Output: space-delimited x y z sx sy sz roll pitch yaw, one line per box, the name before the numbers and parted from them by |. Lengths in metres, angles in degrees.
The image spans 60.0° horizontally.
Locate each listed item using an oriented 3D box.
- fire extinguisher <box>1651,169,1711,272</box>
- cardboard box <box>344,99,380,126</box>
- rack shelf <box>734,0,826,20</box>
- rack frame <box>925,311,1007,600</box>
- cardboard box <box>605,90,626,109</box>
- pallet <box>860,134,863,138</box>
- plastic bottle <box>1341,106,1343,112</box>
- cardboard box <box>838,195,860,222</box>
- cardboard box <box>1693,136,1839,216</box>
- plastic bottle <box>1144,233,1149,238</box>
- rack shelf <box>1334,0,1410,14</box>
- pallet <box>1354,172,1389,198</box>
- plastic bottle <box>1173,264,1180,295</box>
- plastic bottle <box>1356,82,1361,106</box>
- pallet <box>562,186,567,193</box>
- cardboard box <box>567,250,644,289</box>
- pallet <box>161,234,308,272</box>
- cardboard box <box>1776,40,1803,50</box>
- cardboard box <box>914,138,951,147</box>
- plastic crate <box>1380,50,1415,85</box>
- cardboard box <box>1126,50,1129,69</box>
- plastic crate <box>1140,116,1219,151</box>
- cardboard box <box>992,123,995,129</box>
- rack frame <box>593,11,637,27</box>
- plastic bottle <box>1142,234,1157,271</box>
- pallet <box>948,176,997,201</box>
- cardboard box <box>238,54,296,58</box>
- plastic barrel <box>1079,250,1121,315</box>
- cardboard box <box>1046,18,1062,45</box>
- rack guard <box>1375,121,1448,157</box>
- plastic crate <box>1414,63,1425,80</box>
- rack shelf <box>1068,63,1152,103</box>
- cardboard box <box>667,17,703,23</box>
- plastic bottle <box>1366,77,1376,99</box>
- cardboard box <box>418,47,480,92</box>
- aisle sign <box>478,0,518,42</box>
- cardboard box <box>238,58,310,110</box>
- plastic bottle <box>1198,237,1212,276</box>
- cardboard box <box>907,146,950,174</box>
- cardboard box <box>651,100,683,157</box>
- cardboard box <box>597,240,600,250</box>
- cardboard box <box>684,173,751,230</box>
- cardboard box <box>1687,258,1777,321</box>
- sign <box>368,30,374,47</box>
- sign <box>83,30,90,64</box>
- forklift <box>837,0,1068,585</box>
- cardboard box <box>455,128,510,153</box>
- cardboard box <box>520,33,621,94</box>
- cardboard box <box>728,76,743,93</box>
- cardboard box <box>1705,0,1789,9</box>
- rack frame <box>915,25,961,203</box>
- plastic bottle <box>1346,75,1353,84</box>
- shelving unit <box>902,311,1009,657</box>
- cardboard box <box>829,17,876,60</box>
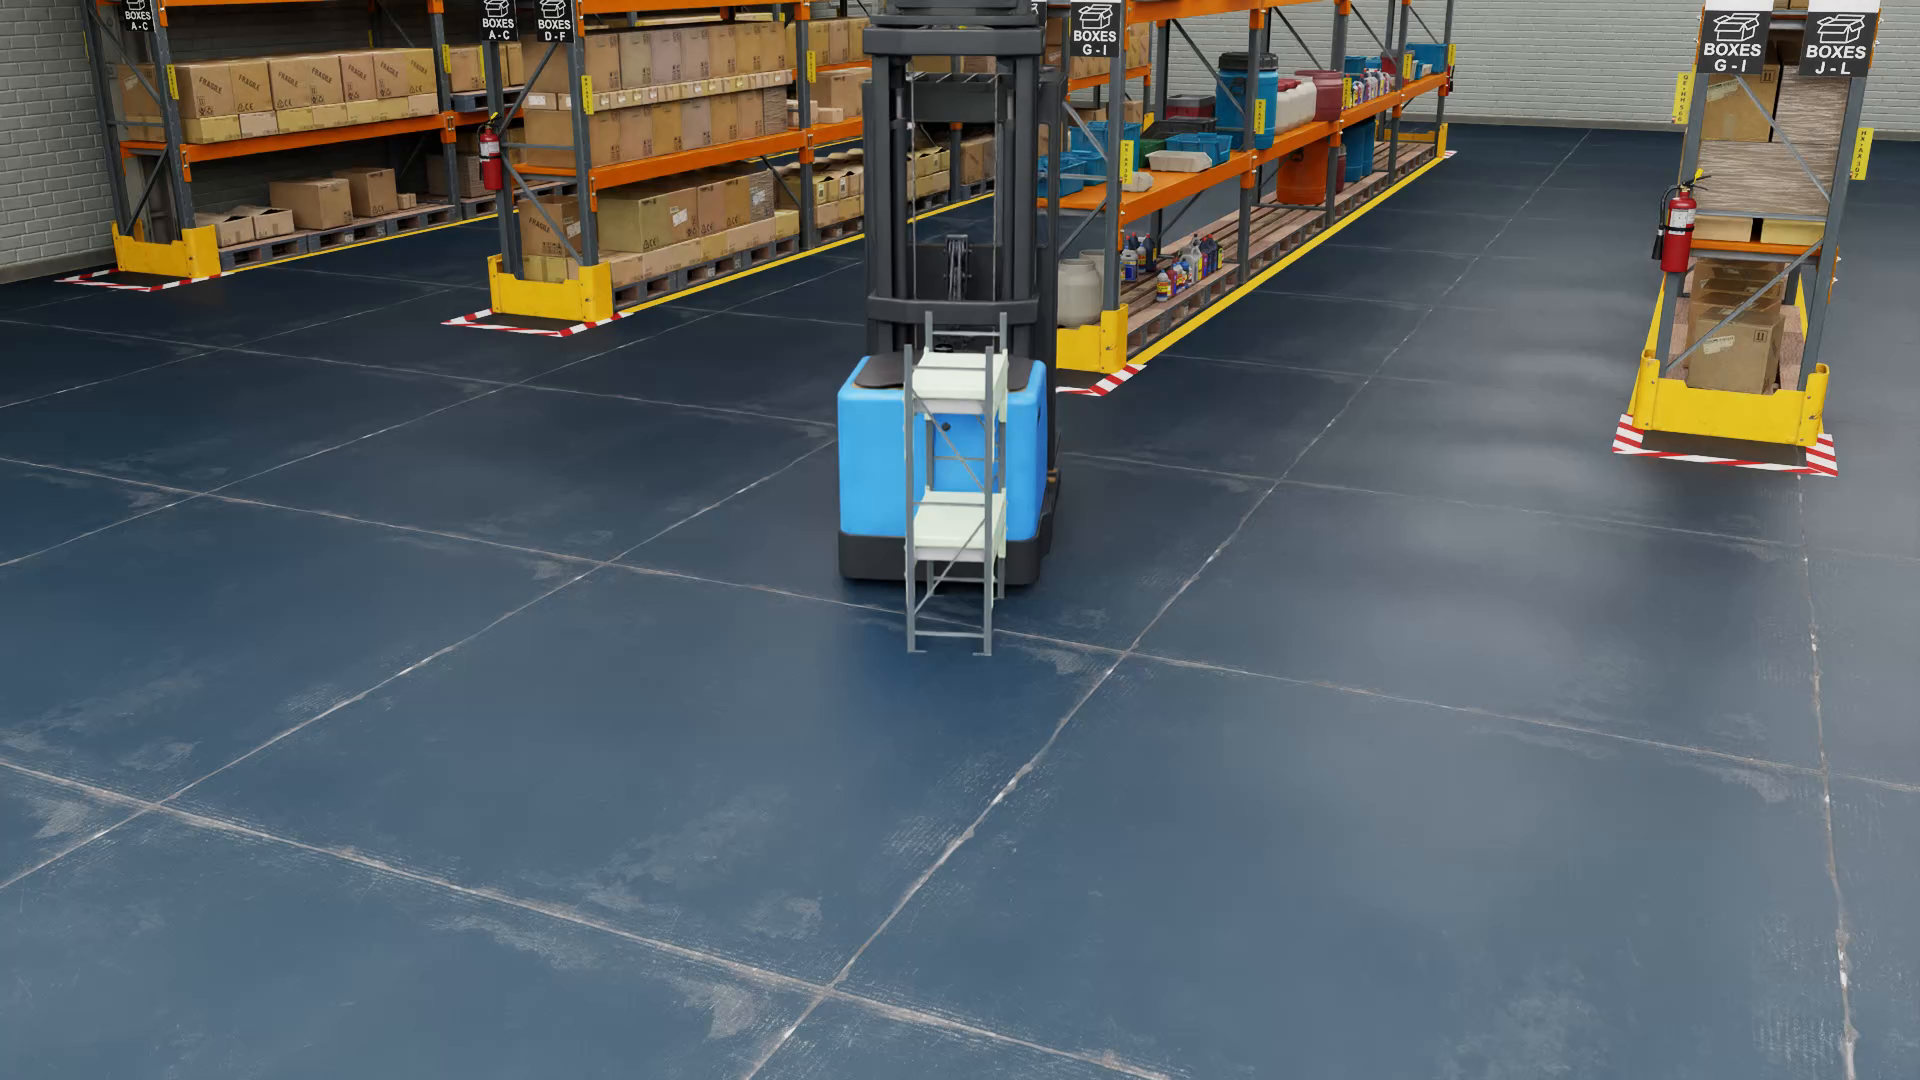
fire extinguisher | 4.821 -2.140 11.125 0.296 0.674 0.183 9 21 23
cardboard box | -6.952 -4.855 18.838 0.500 0.250 0.500 8 21 22
rack shelf | -1.291 -6.417 19.633 1.077 0.370 4.000 9 21 23
rack frame | 0.029 -0.405 8.370 0.400 1.500 0.023 2 20 6
cardboard box | -3.285 -4.033 15.215 0.380 0.149 0.250 8 21 21
pallet | -1.973 -7.509 30.269 1.003 0.211 1.213 9 21 23
plastic bottle | 4.630 -5.329 20.273 0.097 0.201 0.097 0 20 0
cardboard box | -1.508 -3.879 19.376 0.500 0.250 0.500 9 22 24
cardboard box | 5.538 -2.500 11.428 0.875 0.500 0.500 9 21 23
plastic bottle | 1.877 -2.935 16.660 0.097 0.271 0.097 0 20 0
rack shelf | 4.864 -6.959 21.157 1.077 0.370 4.000 9 21 23
pallet | 5.329 -4.952 23.078 1.003 0.211 1.213 9 21 23
plastic bottle | 1.937 -2.366 15.060 0.097 0.271 0.097 0 20 0
plastic bottle | 5.032 -5.653 21.062 0.061 0.283 0.133 9 21 23
pallet | -5.314 -5.080 23.438 1.003 0.211 1.213 9 21 23
cardboard box | -3.325 -2.544 15.623 0.500 0.250 0.500 9 21 23
pallet | -7.873 -3.140 17.983 1.003 0.211 1.213 9 21 23
cardboard box | 6.993 -3.854 13.744 0.500 0.500 0.500 9 21 23
cardboard box | -0.303 -5.302 22.974 0.500 0.500 0.500 9 22 25
plastic crate | 6.278 -6.793 23.908 0.402 0.464 0.583 9 21 23
cardboard box | 2.450 -7.962 27.230 0.500 0.500 0.500 9 21 23
plastic crate | 2.077 -3.879 15.991 0.767 0.338 0.504 9 21 23
cardboard box | 0.336 -6.140 24.211 0.500 0.250 0.500 9 21 23
rack frame | -4.993 -6.633 23.642 1.000 3.000 0.127 9 21 23
plastic bottle | 1.830 -2.800 16.163 0.144 0.351 0.185 9 21 23
pallet | -0.132 -4.863 22.829 1.003 0.211 1.213 9 21 23
cardboard box | -7.641 -5.118 18.457 0.500 0.500 0.500 9 21 23
plastic barrel | 1.175 -2.218 14.316 0.421 0.512 0.421 0 20 0
cardboard box | 1.616 -7.801 25.285 0.500 0.500 0.500 9 22 24
rack guard | 7.319 -6.550 27.141 1.175 0.500 0.348 9 21 23
plastic crate | 6.714 -7.005 24.850 0.416 0.233 0.300 9 21 23
rack shelf | 1.985 -7.449 27.012 1.077 0.370 4.000 9 21 23
cardboard box | -4.151 -7.604 24.631 0.500 0.250 0.500 9 21 23
plastic bottle | 5.406 -5.966 21.952 0.152 0.276 0.135 9 21 23
cardboard box | -6.391 -5.815 20.538 0.700 0.500 0.500 9 21 23
aisle sign | -4.043 -4.754 14.479 0.394 0.787 0.004 9 21 23
cardboard box | -7.370 -4.891 17.819 0.500 0.500 0.500 8 21 21
plastic bottle | 2.328 -2.715 15.922 0.144 0.351 0.185 7 21 20
cardboard box | -0.462 -4.927 21.486 0.500 0.311 0.500 9 22 24
cardboard box | -3.126 -4.009 16.115 0.700 0.500 0.500 9 21 23
cardboard box | -3.604 -2.770 16.258 0.500 0.250 0.500 9 21 23
cardboard box | -2.517 -3.511 17.221 0.500 0.500 0.500 9 21 23
cardboard box | 6.498 -2.098 13.996 0.500 0.500 0.500 17 26 40
sign | -7.139 -6.030 20.221 0.100 0.325 0.005 9 21 23
sign | -8.767 -4.964 16.750 0.100 0.325 0.005 9 21 23
forklift | 0.037 -1.600 9.595 1.130 2.935 3.031 2 20 6
cardboard box | -6.167 -5.155 21.443 0.500 0.250 0.500 8 21 22
cardboard box | -3.524 -4.324 15.065 0.700 0.500 0.500 9 21 23
cardboard box | -2.444 -4.661 16.980 0.380 0.149 0.250 8 21 22
cardboard box | 5.254 -3.673 11.067 0.500 0.250 0.500 9 22 24
rack frame | -0.472 -5.954 21.734 1.000 3.000 0.127 9 21 23
plastic bottle | 4.961 -5.790 21.346 0.144 0.351 0.185 9 21 23
shelving unit | -0.011 -0.283 8.027 0.431 1.500 0.755 2 20 6
cardboard box | -1.917 -9.062 30.026 0.980 0.700 0.700 10 22 25
